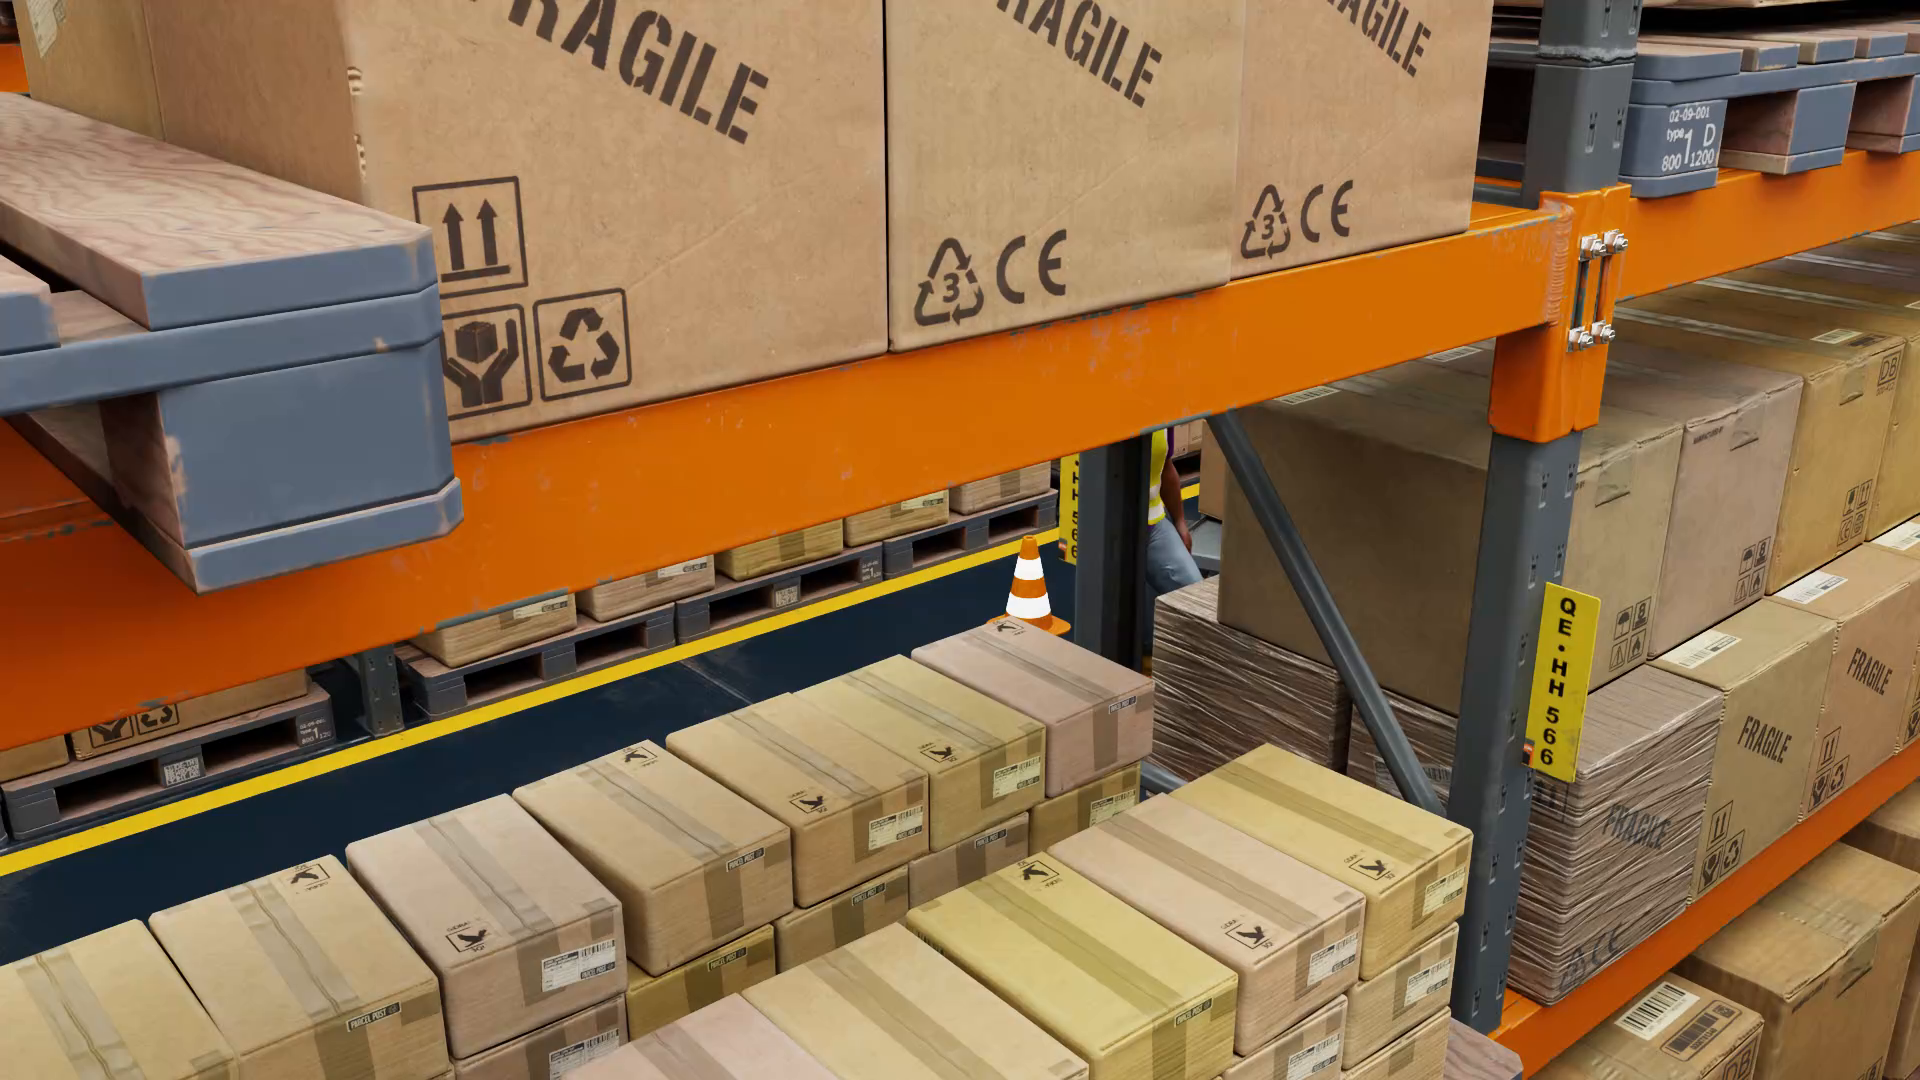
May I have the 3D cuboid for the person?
[{"bbox_3d":[0.682,-0.002,6.552,0.632,1.767,0.550,-17,27,-38],"label":"person"}]
